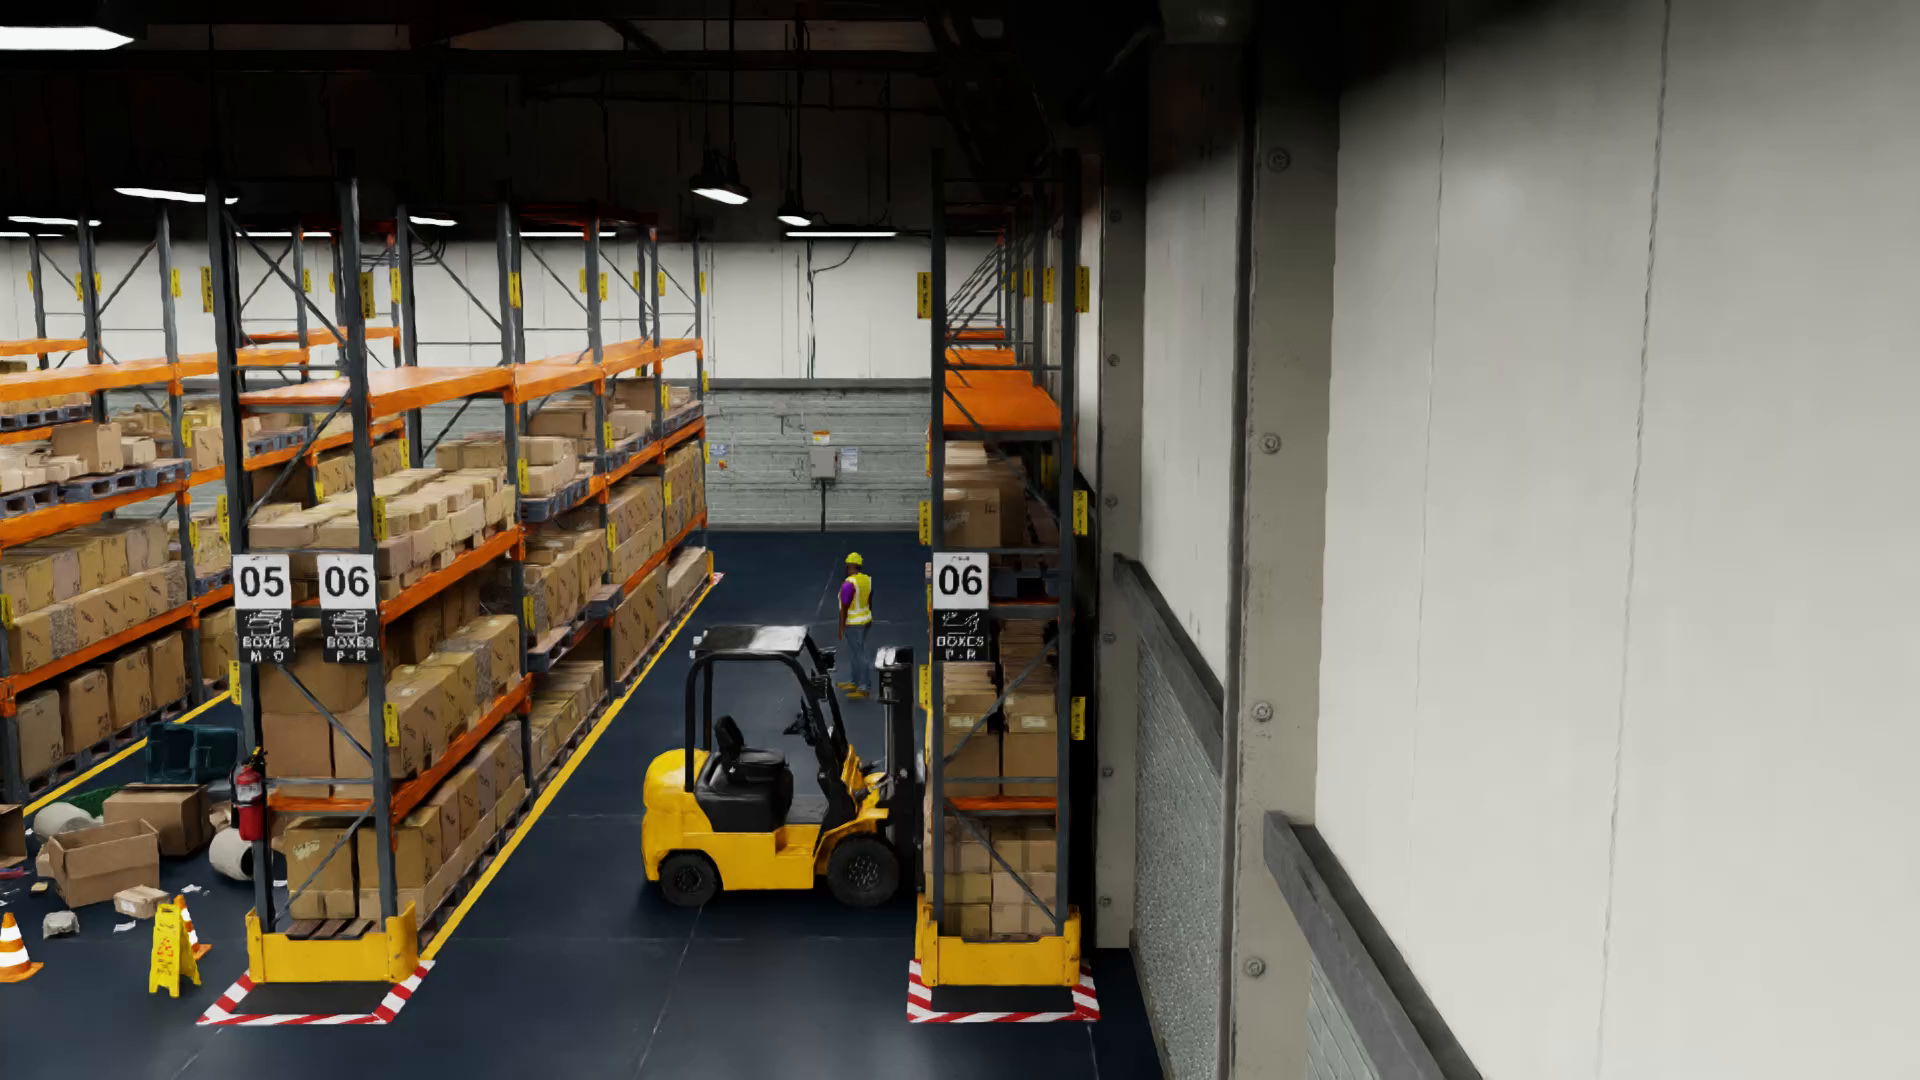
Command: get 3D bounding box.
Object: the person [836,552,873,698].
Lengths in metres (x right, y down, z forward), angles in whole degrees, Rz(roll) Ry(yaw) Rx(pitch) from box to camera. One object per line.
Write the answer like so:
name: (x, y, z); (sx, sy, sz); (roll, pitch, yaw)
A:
person: (-1.316, 1.018, 20.493); (0.585, 1.763, 0.682); (4, 10, 21)
